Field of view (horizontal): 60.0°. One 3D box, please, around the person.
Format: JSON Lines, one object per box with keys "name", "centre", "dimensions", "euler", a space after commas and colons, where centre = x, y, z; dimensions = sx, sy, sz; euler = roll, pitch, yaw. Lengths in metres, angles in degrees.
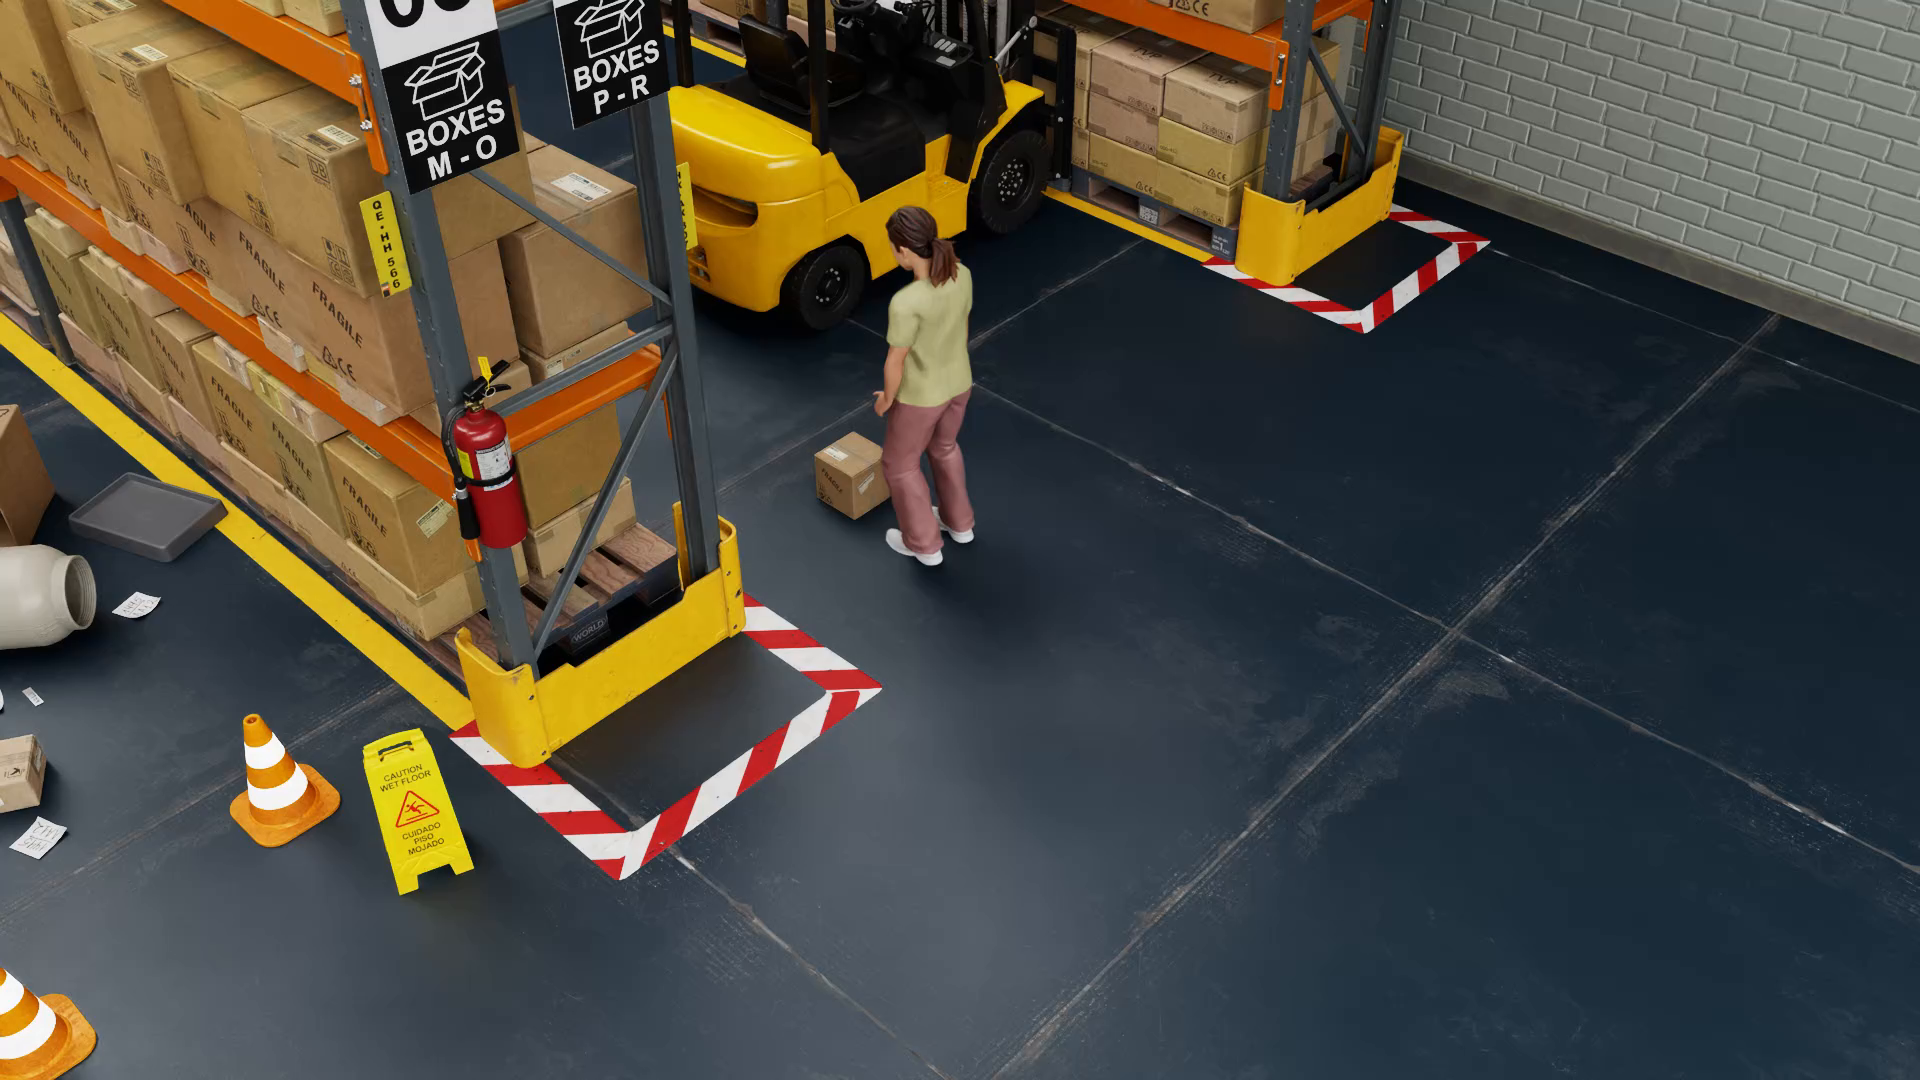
{"name": "person", "centre": [-0.142, -0.619, 6.928], "dimensions": [0.344, 1.657, 0.458], "euler": [31, 49, 32]}
